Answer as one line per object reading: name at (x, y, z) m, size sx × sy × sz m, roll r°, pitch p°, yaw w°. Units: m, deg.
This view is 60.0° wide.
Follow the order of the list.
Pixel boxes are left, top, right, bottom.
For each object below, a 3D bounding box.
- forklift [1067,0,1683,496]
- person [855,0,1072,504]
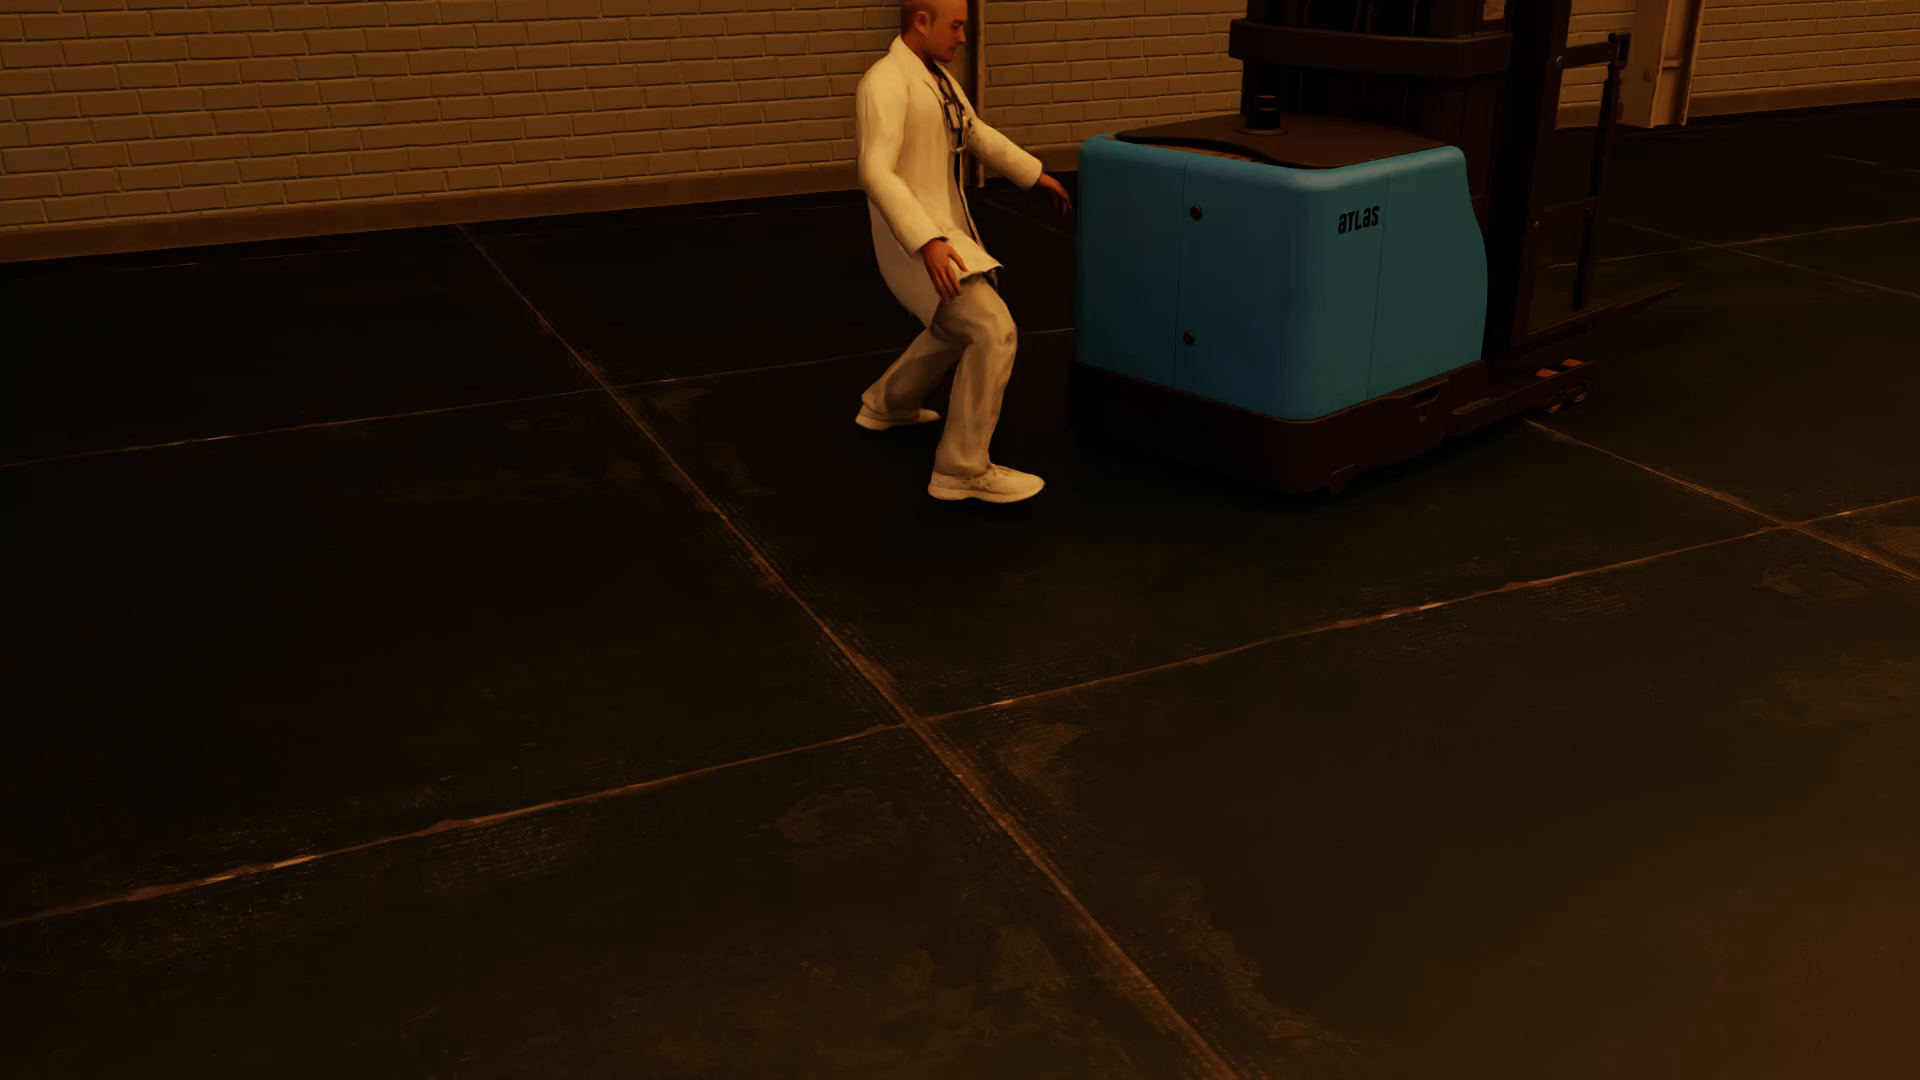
forklift at (1.803, -1.959, 6.001) m, size 3.031 × 2.935 × 1.130 m, roll -20°, pitch 30°, yaw -39°
person at (-0.024, -0.999, 5.481) m, size 0.879 × 1.640 × 1.011 m, roll 8°, pitch 24°, yaw 17°
